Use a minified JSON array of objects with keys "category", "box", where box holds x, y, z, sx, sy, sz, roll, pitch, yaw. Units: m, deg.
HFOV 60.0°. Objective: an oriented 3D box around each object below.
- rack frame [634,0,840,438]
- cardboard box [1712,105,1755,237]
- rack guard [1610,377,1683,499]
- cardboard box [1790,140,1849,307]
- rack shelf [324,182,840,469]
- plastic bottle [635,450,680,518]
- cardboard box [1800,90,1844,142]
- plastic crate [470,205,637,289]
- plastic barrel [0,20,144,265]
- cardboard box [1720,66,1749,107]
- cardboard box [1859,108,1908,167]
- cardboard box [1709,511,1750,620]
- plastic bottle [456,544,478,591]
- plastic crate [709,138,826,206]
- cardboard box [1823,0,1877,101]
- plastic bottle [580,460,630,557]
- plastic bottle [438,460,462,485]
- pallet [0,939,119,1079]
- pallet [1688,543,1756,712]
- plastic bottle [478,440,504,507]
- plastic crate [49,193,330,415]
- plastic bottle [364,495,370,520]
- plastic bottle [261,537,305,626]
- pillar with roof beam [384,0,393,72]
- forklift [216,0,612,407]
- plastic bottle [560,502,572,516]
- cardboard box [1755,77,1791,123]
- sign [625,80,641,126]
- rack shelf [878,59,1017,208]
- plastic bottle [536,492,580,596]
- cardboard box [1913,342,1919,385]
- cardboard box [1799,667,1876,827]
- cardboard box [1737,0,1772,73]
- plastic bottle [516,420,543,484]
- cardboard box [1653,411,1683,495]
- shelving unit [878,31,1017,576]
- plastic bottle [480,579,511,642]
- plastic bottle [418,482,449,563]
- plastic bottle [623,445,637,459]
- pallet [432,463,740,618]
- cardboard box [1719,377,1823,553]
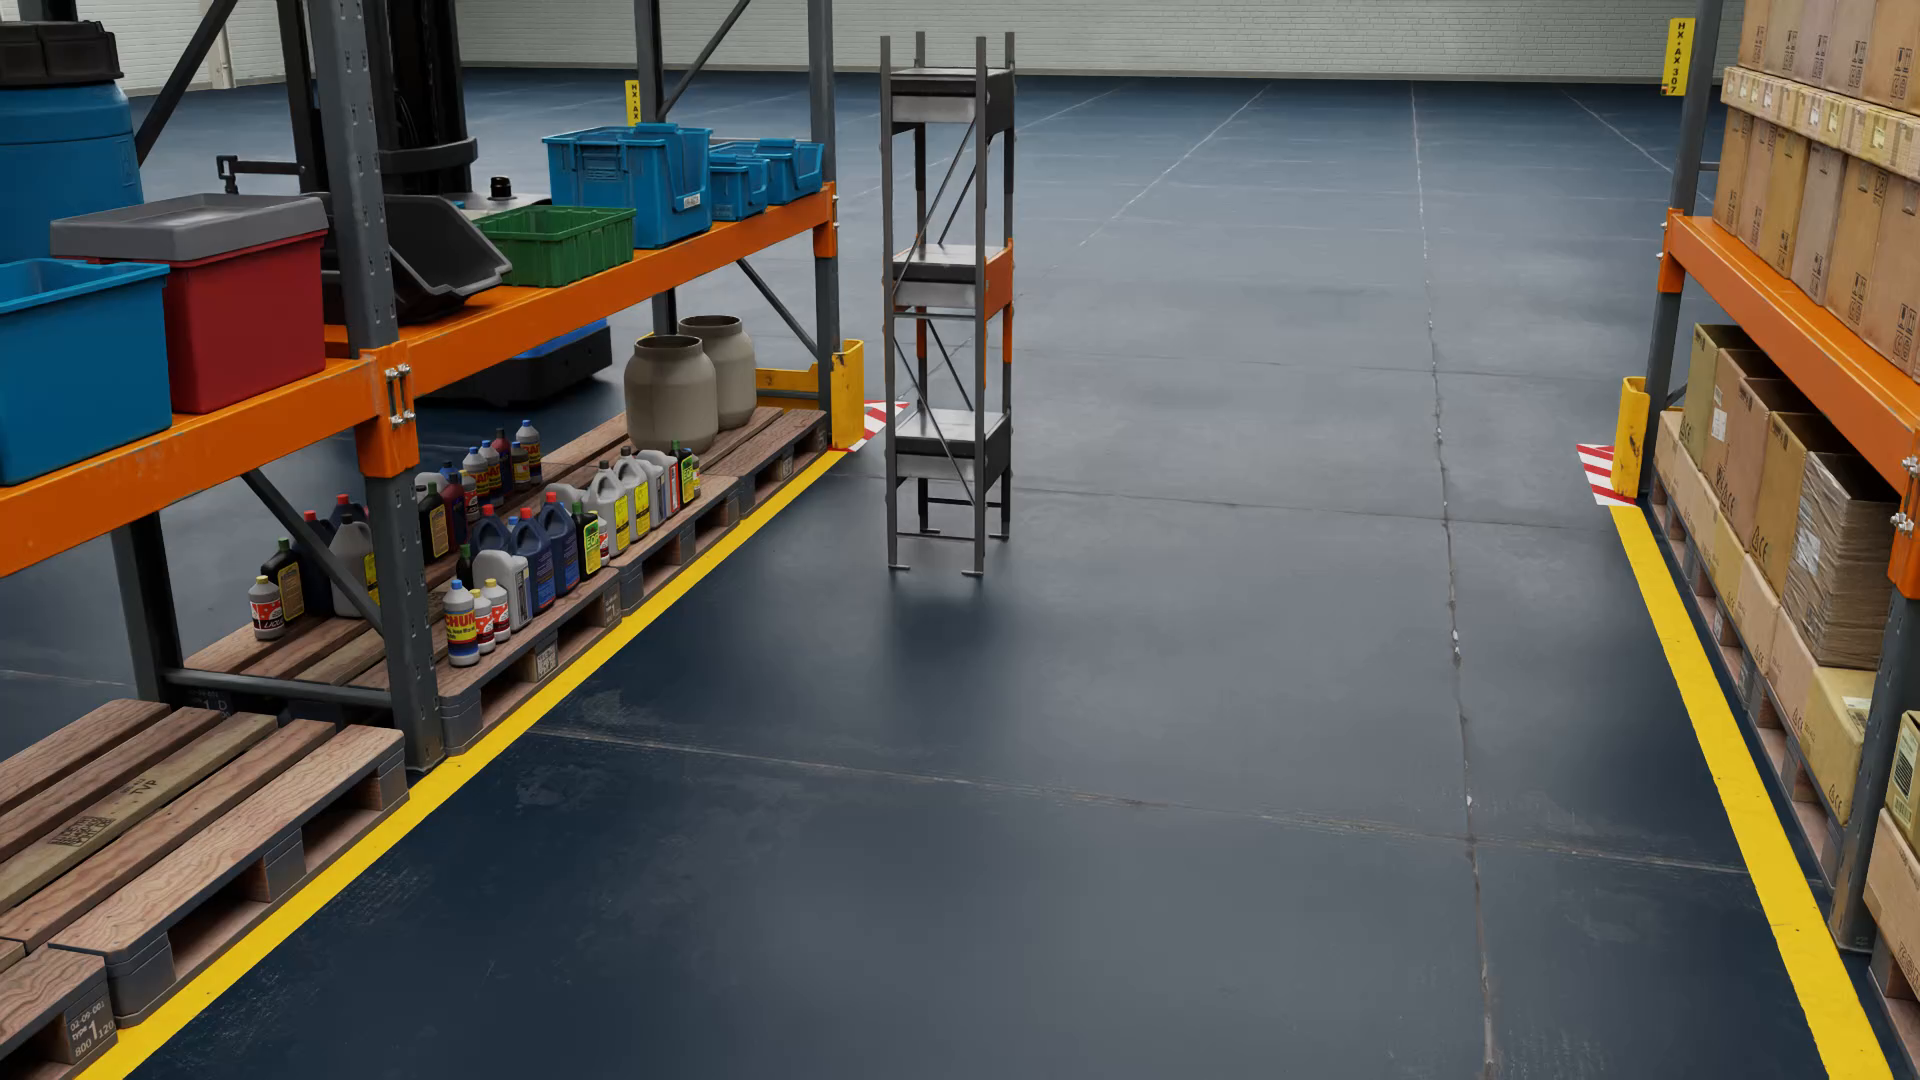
[{"category":"rack frame","box":[-1.126,-2.012,8.438,1.000,3.000,0.127,5,19,13]},{"category":"cardboard box","box":[3.549,-1.522,6.848,0.700,0.500,0.500,5,19,13]},{"category":"rack guard","box":[3.682,-0.444,7.715,1.175,0.500,0.348,5,19,13]},{"category":"cardboard box","box":[3.174,-1.036,5.426,0.700,0.500,0.500,5,20,15]},{"category":"rack shelf","box":[-1.615,-1.045,6.719,1.077,0.370,4.000,5,19,13]},{"category":"plastic bottle","box":[-1.238,-0.244,6.796,0.152,0.276,0.135,5,19,14]},{"category":"cardboard box","box":[2.995,-1.386,5.448,0.380,0.149,0.250,5,19,14]},{"category":"plastic crate","box":[-1.498,-1.061,5.982,0.450,0.188,0.662,5,19,13]},{"category":"plastic barrel","box":[-2.492,-0.899,4.402,0.600,0.901,0.708,5,19,13]},{"category":"cardboard box","box":[3.371,-1.868,6.858,0.380,0.149,0.250,5,19,13]},{"category":"cardboard box","box":[2.808,-1.141,4.730,0.380,0.149,0.250,5,19,13]},{"category":"cardboard box","box":[2.961,0.103,5.849,0.500,0.250,0.500,5,19,13]},{"category":"plastic bottle","box":[-1.652,0.142,5.654,0.061,0.283,0.133,5,19,13]},{"category":"plastic crate","box":[-0.958,-1.761,7.934,0.499,0.251,0.616,5,19,13]},{"category":"cardboard box","box":[3.169,-1.639,5.183,0.700,0.500,0.500,5,19,13]},{"category":"plastic bottle","box":[-1.354,-0.126,6.333,0.144,0.351,0.185,5,19,13]},{"category":"plastic bottle","box":[-2.029,-0.183,6.624,0.097,0.271,0.097,0,19,0]},{"category":"pallet","box":[-2.554,1.194,3.366,1.003,0.211,1.213,5,19,13]},{"category":"pallet","box":[3.230,0.324,5.913,1.003,0.211,1.213,5,19,13]},{"category":"plastic bottle","box":[-1.955,-0.278,6.902,0.097,0.271,0.097,0,19,0]},{"category":"plastic crate","box":[-1.925,-0.613,4.242,0.402,0.464,0.583,5,19,13]},{"category":"plastic bottle","box":[-2.180,-0.020,6.128,0.061,0.283,0.133,6,20,17]},{"category":"plastic bottle","box":[-2.306,0.142,5.653,0.061,0.283,0.133,6,20,16]},{"category":"pillar with roof beam","box":[-9.893,-15.332,38.152,9.100,9.000,0.400,5,19,13]},{"category":"forklift","box":[-3.685,-2.360,9.563,3.031,2.935,1.130,4,19,13]},{"category":"plastic bottle","box":[-1.458,-0.004,6.099,0.097,0.271,0.097,0,19,0]},{"category":"cardboard box","box":[3.183,-1.628,6.155,0.380,0.149,0.250,4,19,13]},{"category":"sign","box":[-1.659,-2.188,8.524,0.100,0.325,0.005,5,19,13]},{"category":"rack shelf","box":[-0.040,-1.591,6.474,0.431,0.518,0.480,5,19,13]},{"category":"plastic bottle","box":[-1.458,0.008,5.942,0.144,0.351,0.185,4,19,11]},{"category":"cardboard box","box":[2.801,-0.553,4.011,0.700,0.500,0.500,4,19,12]},{"category":"cardboard box","box":[2.600,0.574,4.471,0.500,0.250,0.500,5,19,13]},{"category":"cardboard box","box":[3.537,-2.119,6.589,0.700,0.500,0.500,5,19,14]},{"category":"plastic bottle","box":[-1.872,-0.386,7.216,0.097,0.271,0.097,0,19,0]},{"category":"cardboard box","box":[3.329,-0.367,7.225,0.500,0.250,0.500,5,19,13]},{"category":"shelving unit","box":[-0.040,-0.942,6.696,0.431,2.100,0.503,5,19,13]},{"category":"plastic bottle","box":[-1.551,0.229,5.526,0.097,0.201,0.097,0,19,0]},{"category":"plastic bottle","box":[-1.994,-0.067,6.265,0.061,0.283,0.133,5,19,13]},{"category":"plastic bottle","box":[-1.342,-0.256,6.818,0.061,0.283,0.133,5,19,13]},{"category":"pallet","box":[-1.603,-0.030,6.948,1.003,0.211,1.213,5,19,13]},{"category":"cardboard box","box":[2.960,-0.252,5.728,0.500,0.500,0.500,5,19,13]}]
